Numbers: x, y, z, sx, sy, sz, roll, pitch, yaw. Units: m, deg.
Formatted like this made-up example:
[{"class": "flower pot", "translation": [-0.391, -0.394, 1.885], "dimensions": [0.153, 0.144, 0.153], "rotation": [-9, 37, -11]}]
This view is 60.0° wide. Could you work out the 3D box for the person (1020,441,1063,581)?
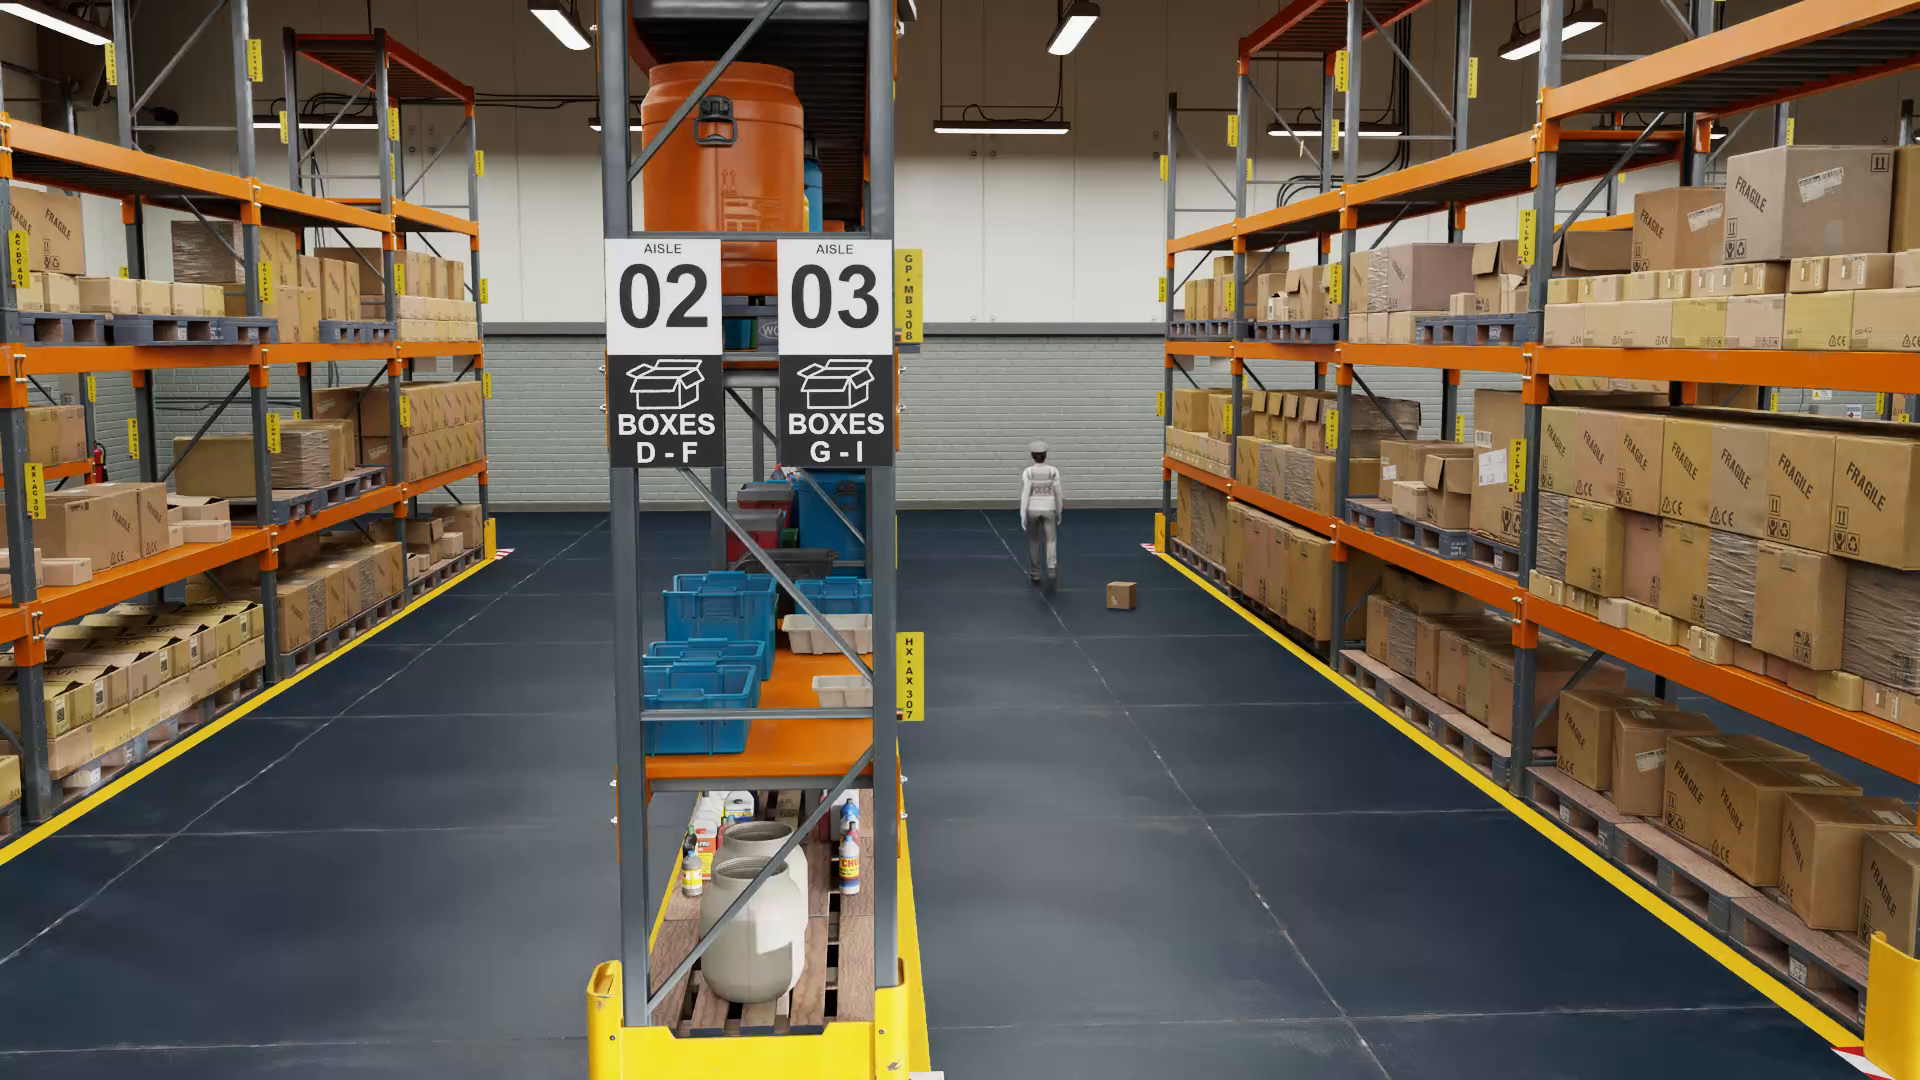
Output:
[{"class": "person", "translation": [0.944, -0.326, 19.256], "dimensions": [0.500, 1.648, 0.879], "rotation": [0, 7, 0]}]
